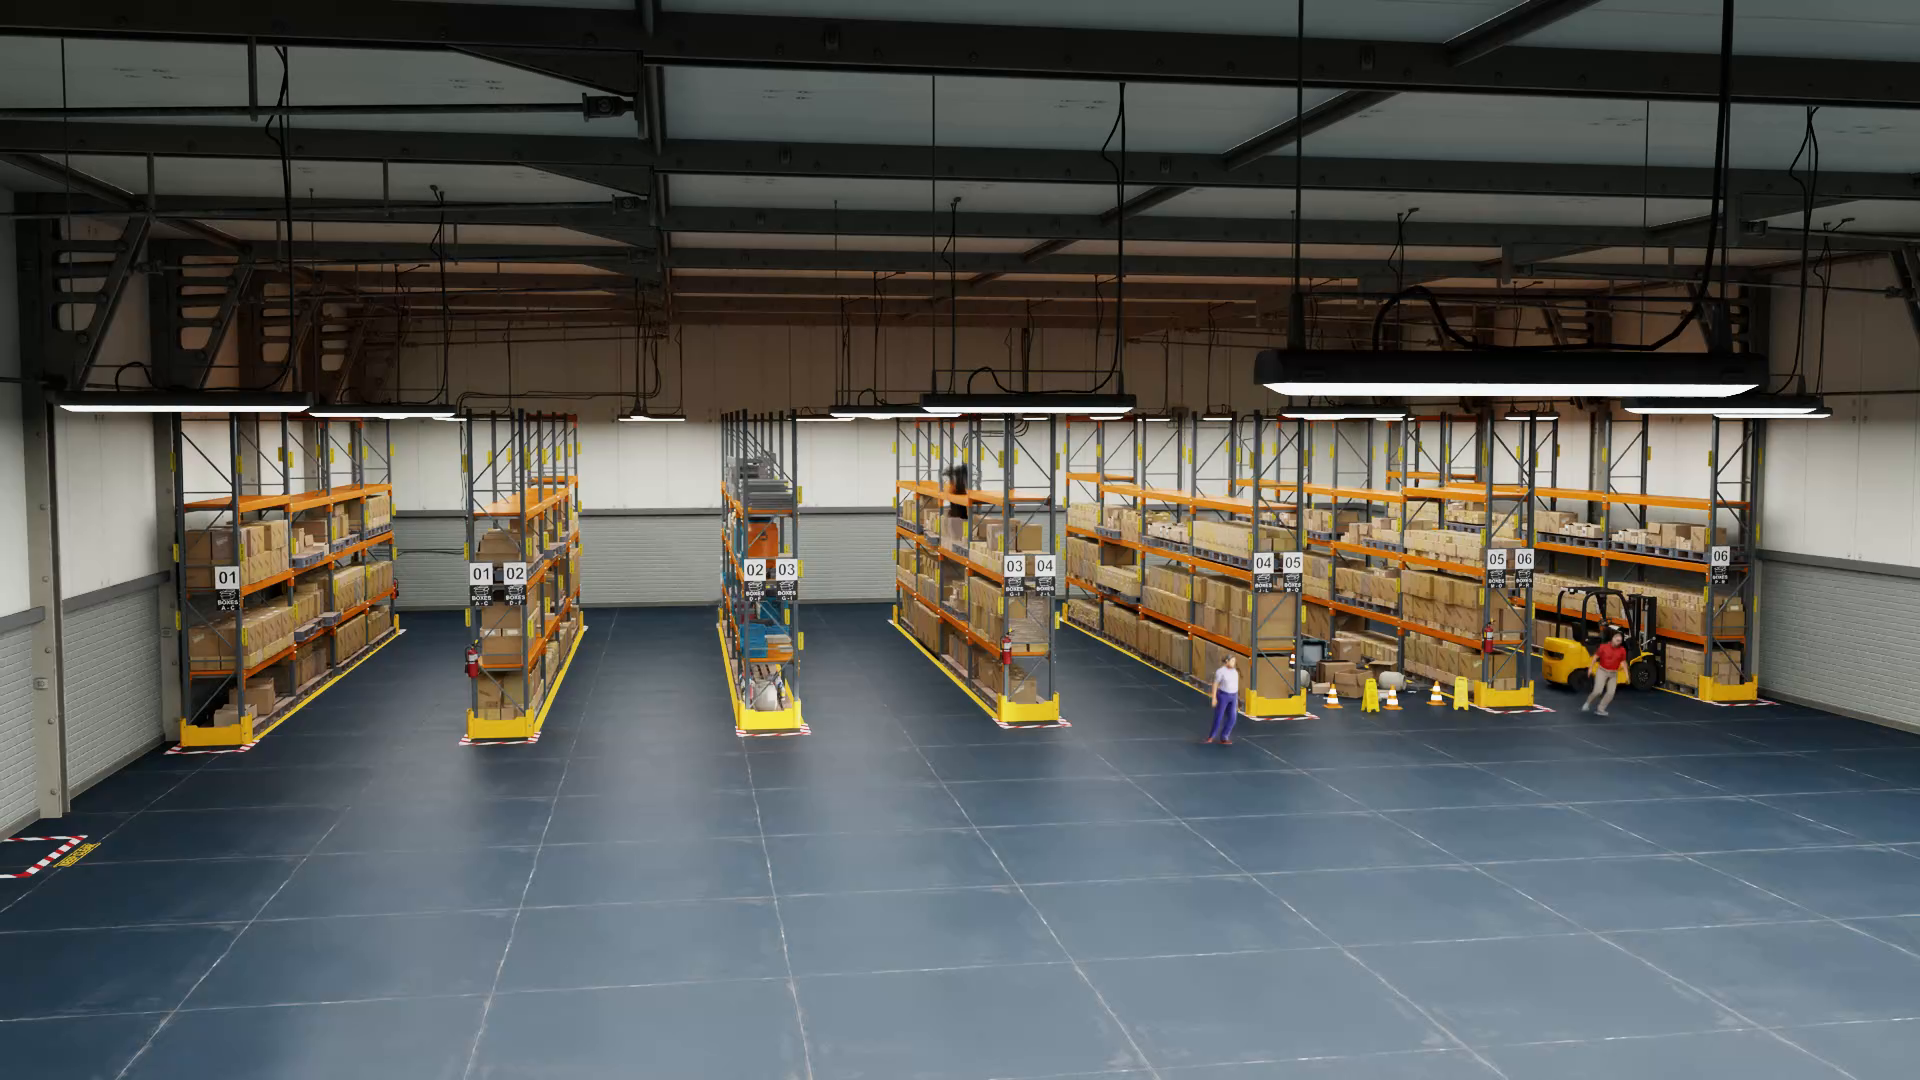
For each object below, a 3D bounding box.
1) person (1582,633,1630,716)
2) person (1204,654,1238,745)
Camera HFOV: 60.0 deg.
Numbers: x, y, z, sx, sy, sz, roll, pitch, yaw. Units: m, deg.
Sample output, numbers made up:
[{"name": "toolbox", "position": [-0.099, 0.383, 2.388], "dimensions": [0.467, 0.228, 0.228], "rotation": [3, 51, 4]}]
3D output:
[{"name": "person", "position": [12.651, 2.619, 32.531], "dimensions": [0.793, 1.650, 0.577], "rotation": [0, 4, -2]}, {"name": "person", "position": [4.674, 2.841, 29.662], "dimensions": [0.612, 1.632, 0.474], "rotation": [-2, 5, -32]}]
